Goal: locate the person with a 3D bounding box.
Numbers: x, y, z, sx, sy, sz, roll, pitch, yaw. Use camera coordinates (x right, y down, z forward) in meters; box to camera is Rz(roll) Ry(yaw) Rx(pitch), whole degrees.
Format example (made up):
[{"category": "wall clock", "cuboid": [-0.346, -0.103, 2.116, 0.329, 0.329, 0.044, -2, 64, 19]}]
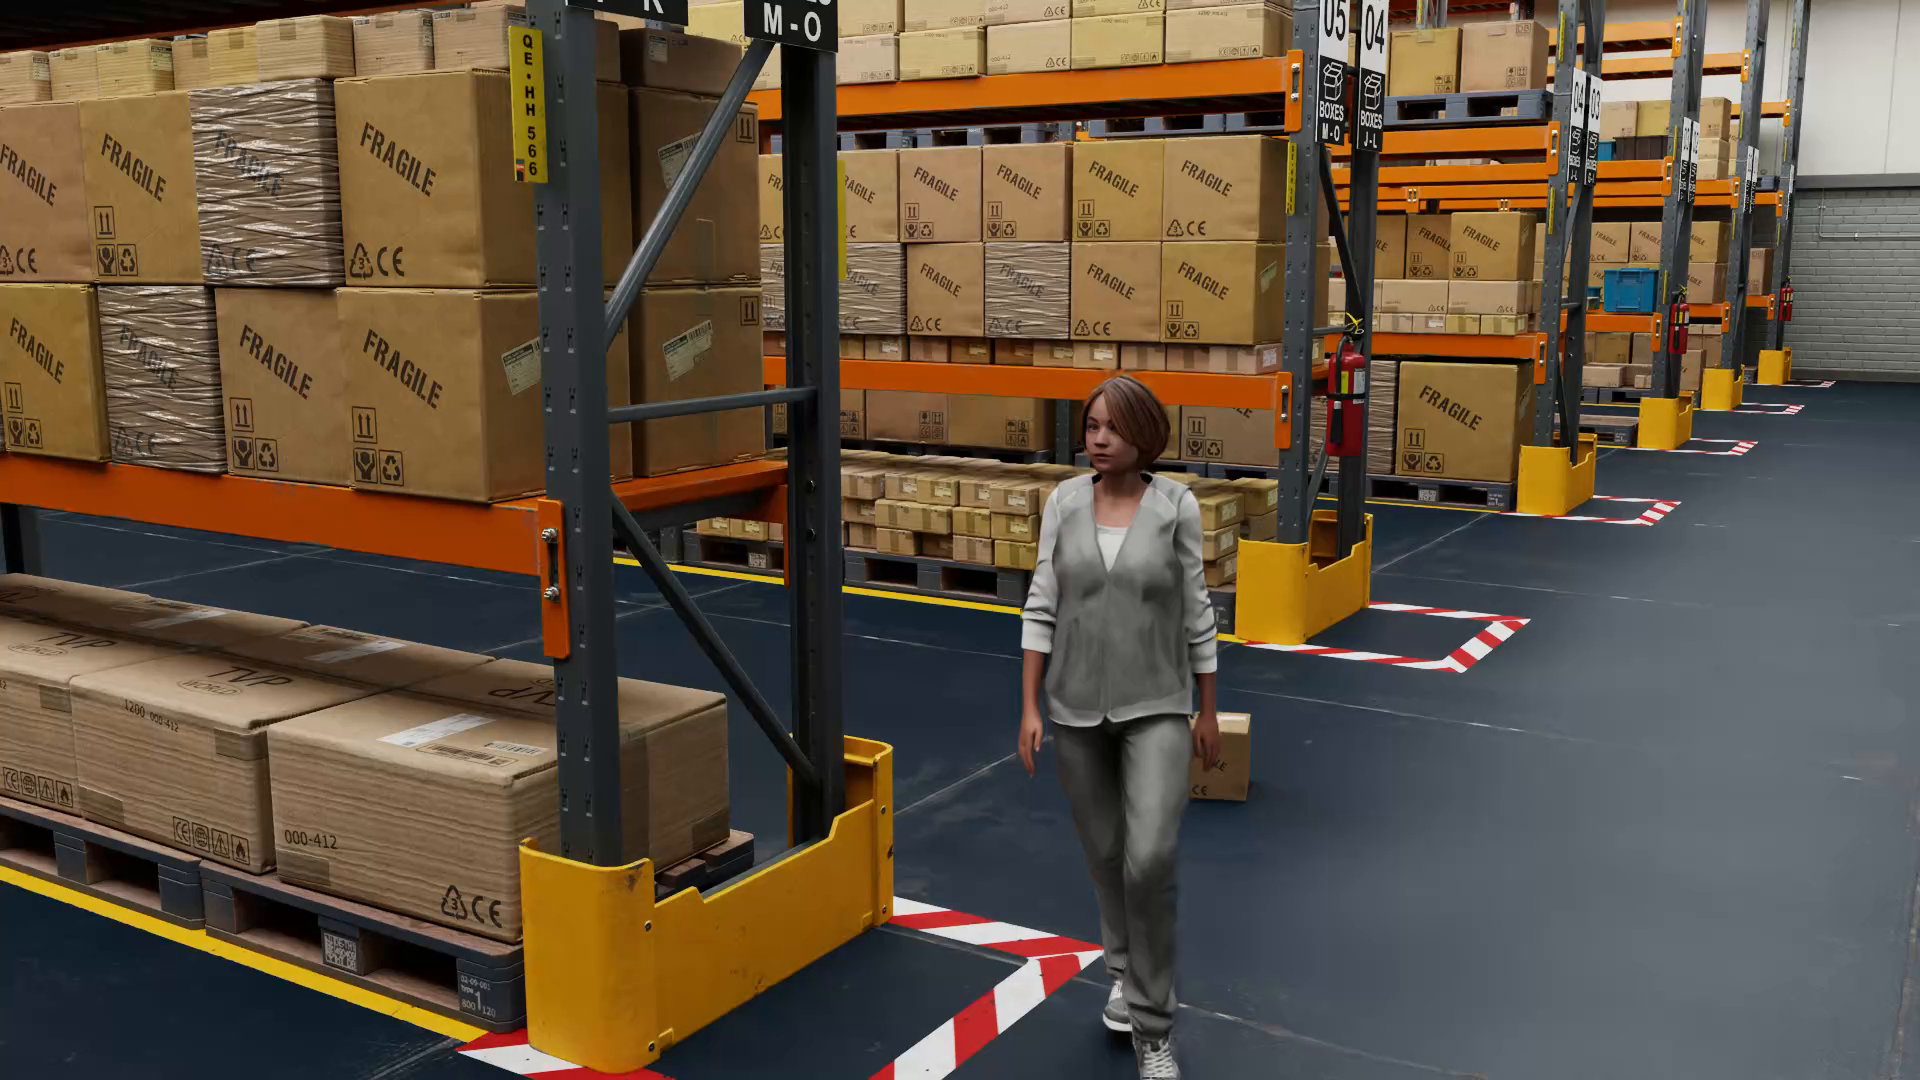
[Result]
[{"category": "person", "cuboid": [0.363, 0.438, 3.853, 0.452, 1.638, 0.550, 3, 10, 18]}]
